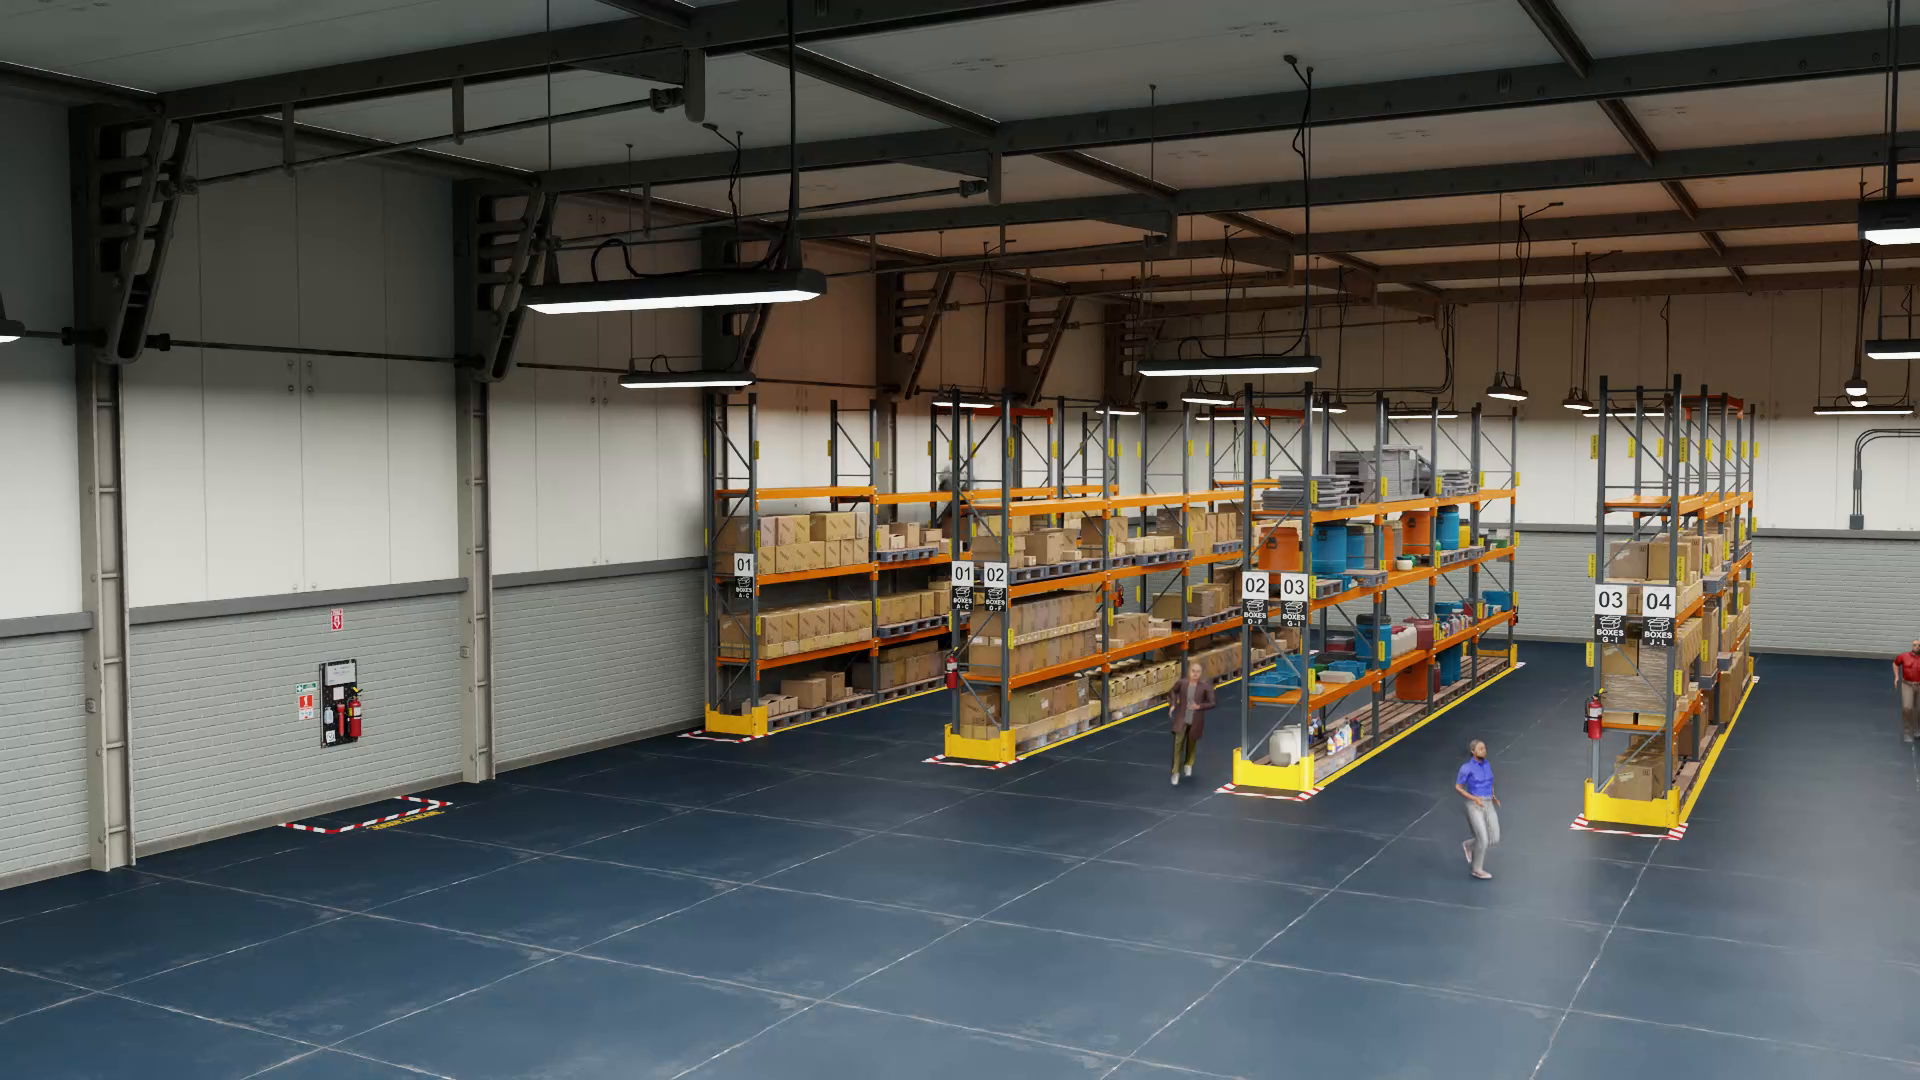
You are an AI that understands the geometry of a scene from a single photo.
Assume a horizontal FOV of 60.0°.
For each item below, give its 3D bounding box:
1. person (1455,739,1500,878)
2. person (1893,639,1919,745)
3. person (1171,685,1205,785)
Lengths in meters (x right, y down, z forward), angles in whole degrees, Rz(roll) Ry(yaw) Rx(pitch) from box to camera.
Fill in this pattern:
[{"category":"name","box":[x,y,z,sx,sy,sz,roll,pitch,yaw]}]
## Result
[{"category":"person","box":[6.070,3.142,19.522,0.554,1.603,0.563,-2,3,-27]},{"category":"person","box":[16.426,2.584,28.597,0.651,1.767,0.887,1,3,25]},{"category":"person","box":[3.515,2.862,25.084,0.628,1.519,1.060,1,3,14]}]
